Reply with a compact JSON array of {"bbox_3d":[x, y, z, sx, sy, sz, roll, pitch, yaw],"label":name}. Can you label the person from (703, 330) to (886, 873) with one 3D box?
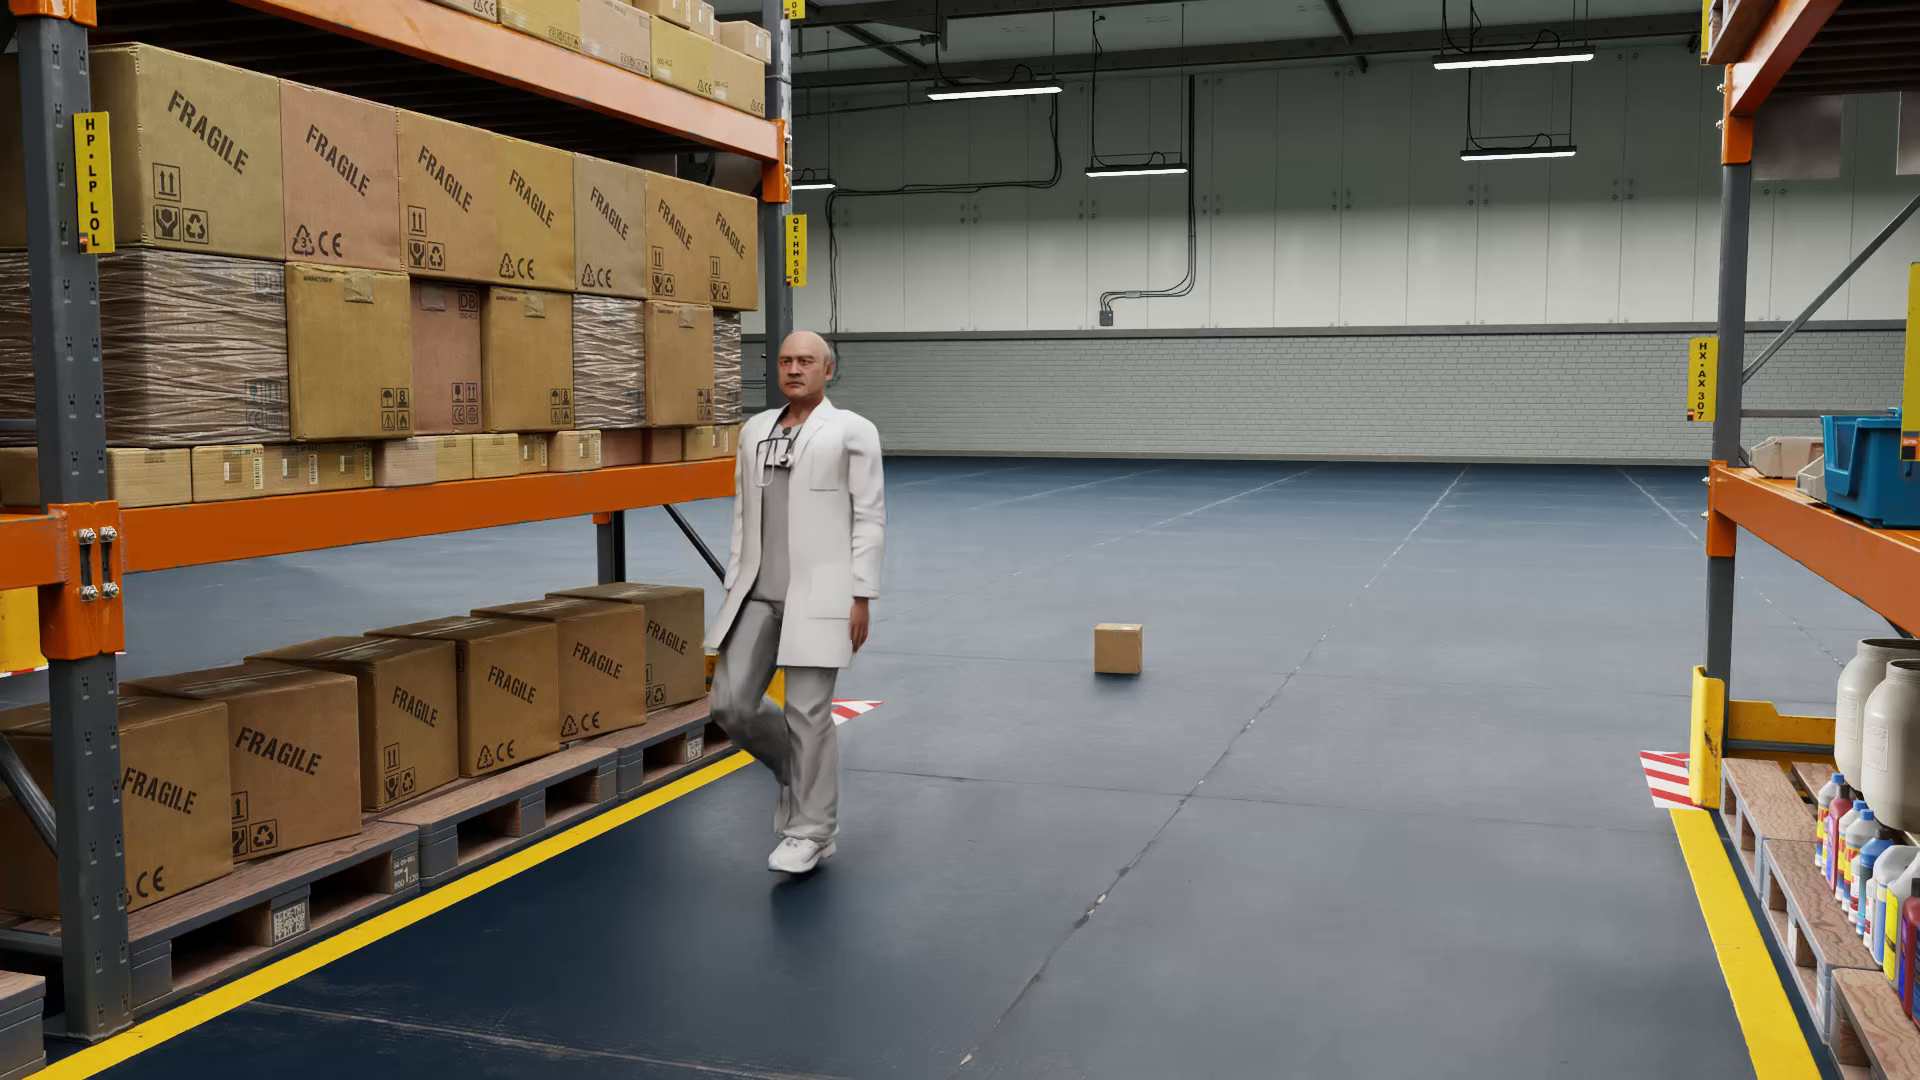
[{"bbox_3d":[-0.539,0.195,5.545,0.594,1.751,0.574,2,6,25],"label":"person"}]
